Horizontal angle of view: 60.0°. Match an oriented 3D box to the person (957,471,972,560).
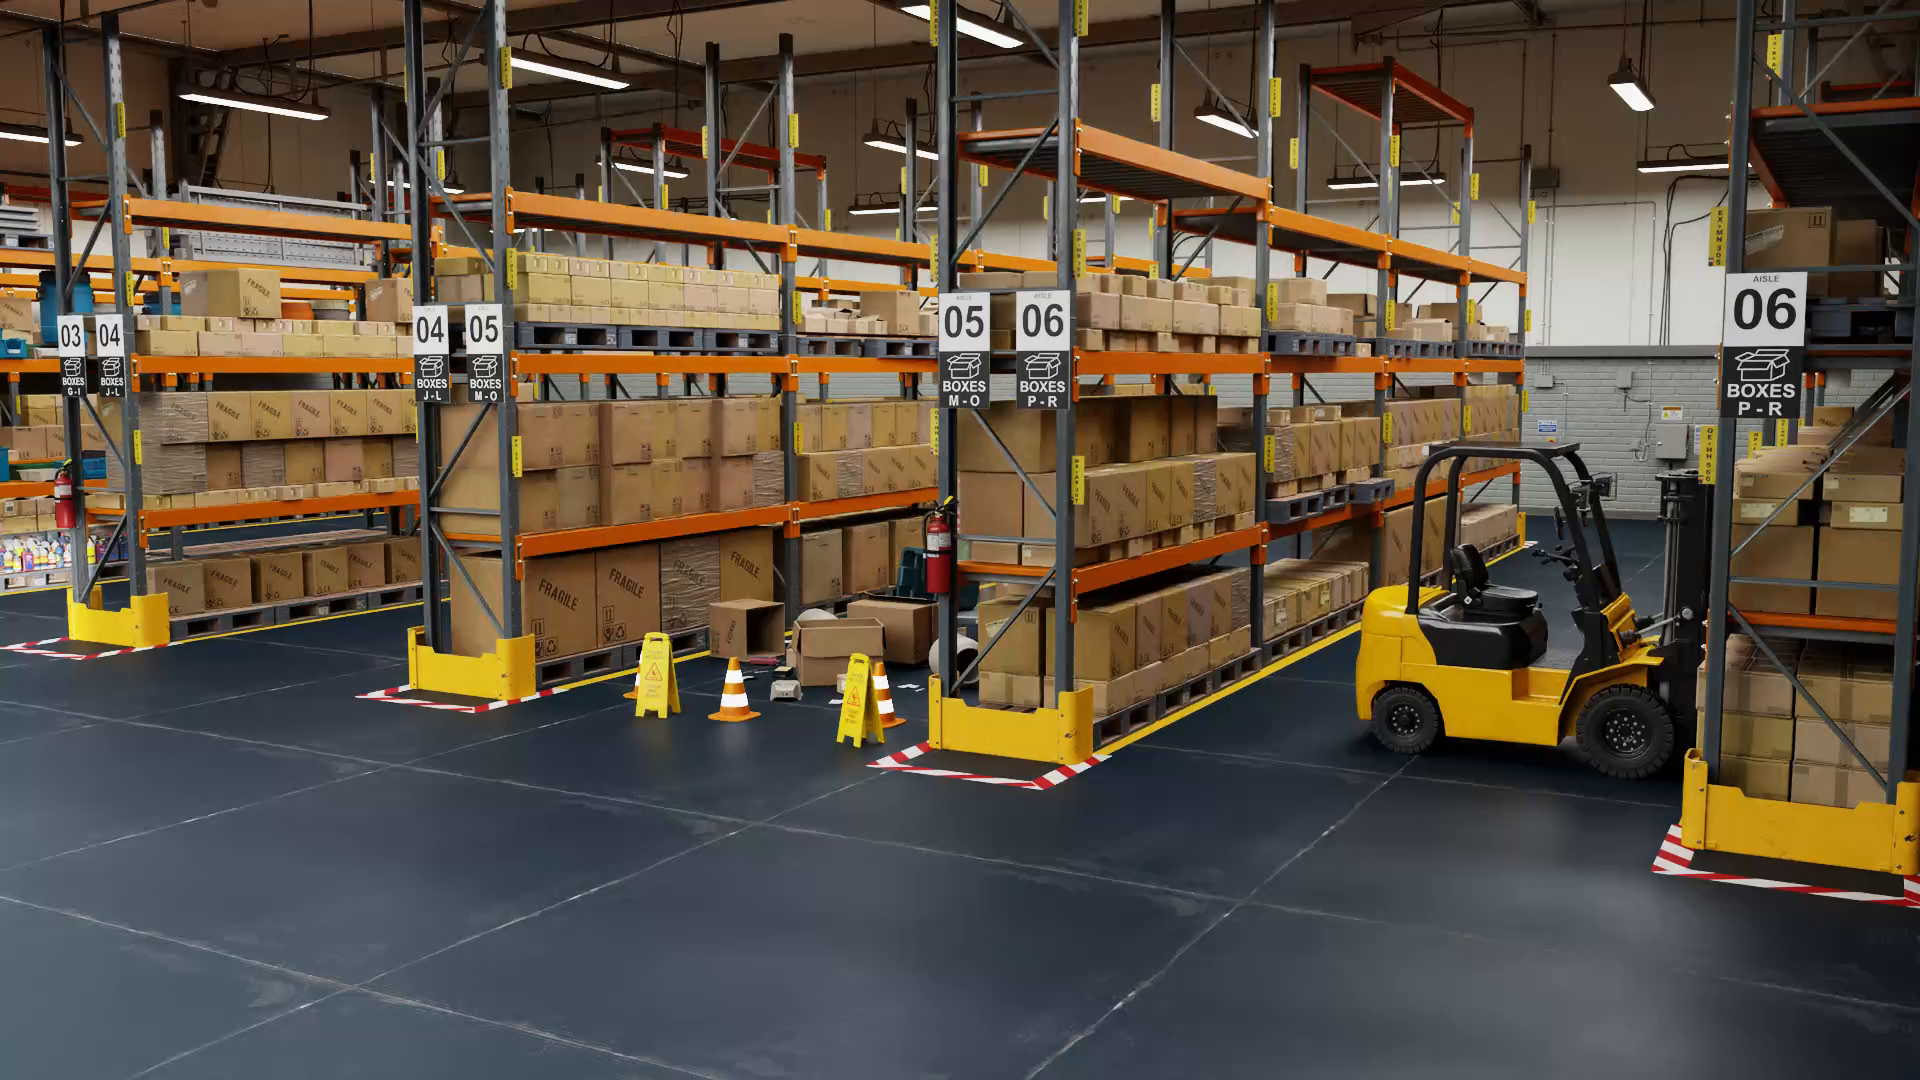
[{"bbox_3d":[0.123,-0.068,18.157,0.573,1.782,0.494,3,7,29],"label":"person"}]
